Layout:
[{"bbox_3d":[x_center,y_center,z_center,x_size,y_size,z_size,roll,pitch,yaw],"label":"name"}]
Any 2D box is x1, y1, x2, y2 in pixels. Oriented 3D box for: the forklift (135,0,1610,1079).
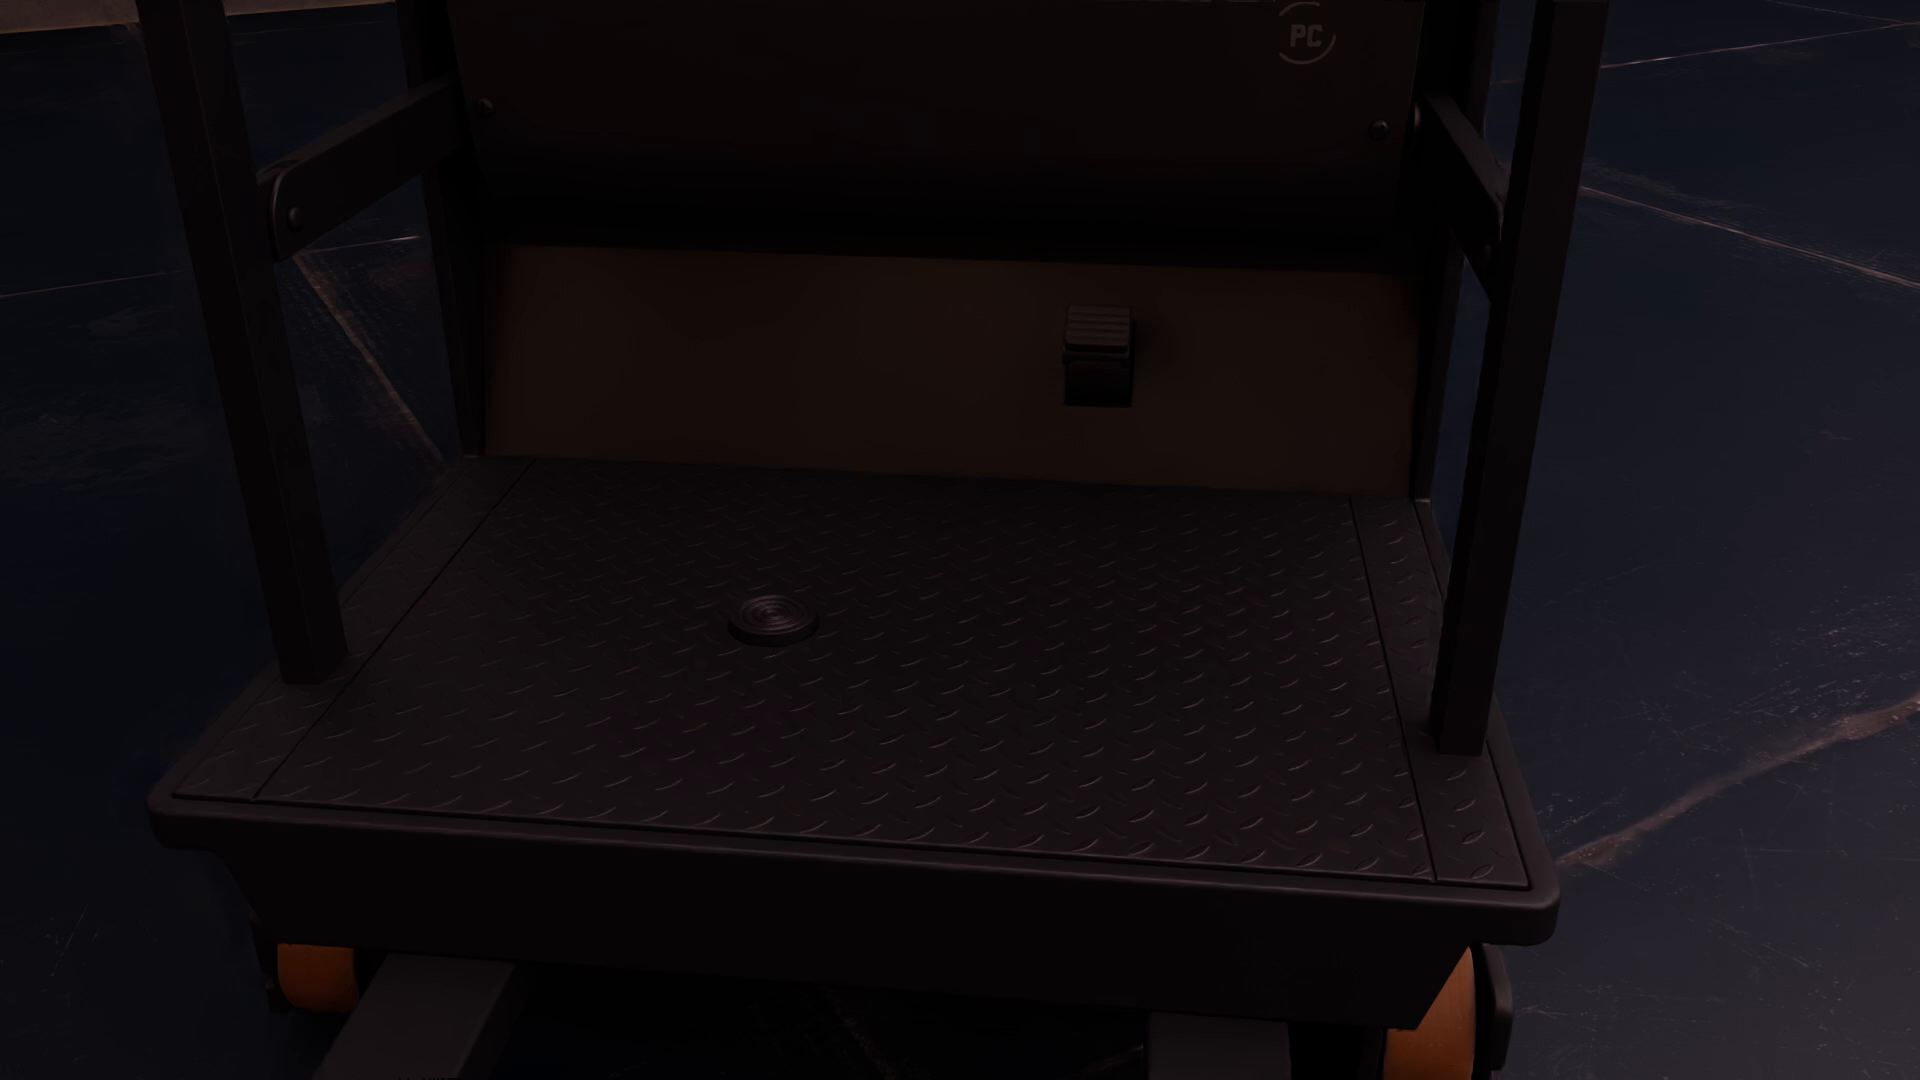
[{"bbox_3d":[-0.053,-0.965,1.163,1.130,2.935,3.031,3,27,6],"label":"forklift"}]
